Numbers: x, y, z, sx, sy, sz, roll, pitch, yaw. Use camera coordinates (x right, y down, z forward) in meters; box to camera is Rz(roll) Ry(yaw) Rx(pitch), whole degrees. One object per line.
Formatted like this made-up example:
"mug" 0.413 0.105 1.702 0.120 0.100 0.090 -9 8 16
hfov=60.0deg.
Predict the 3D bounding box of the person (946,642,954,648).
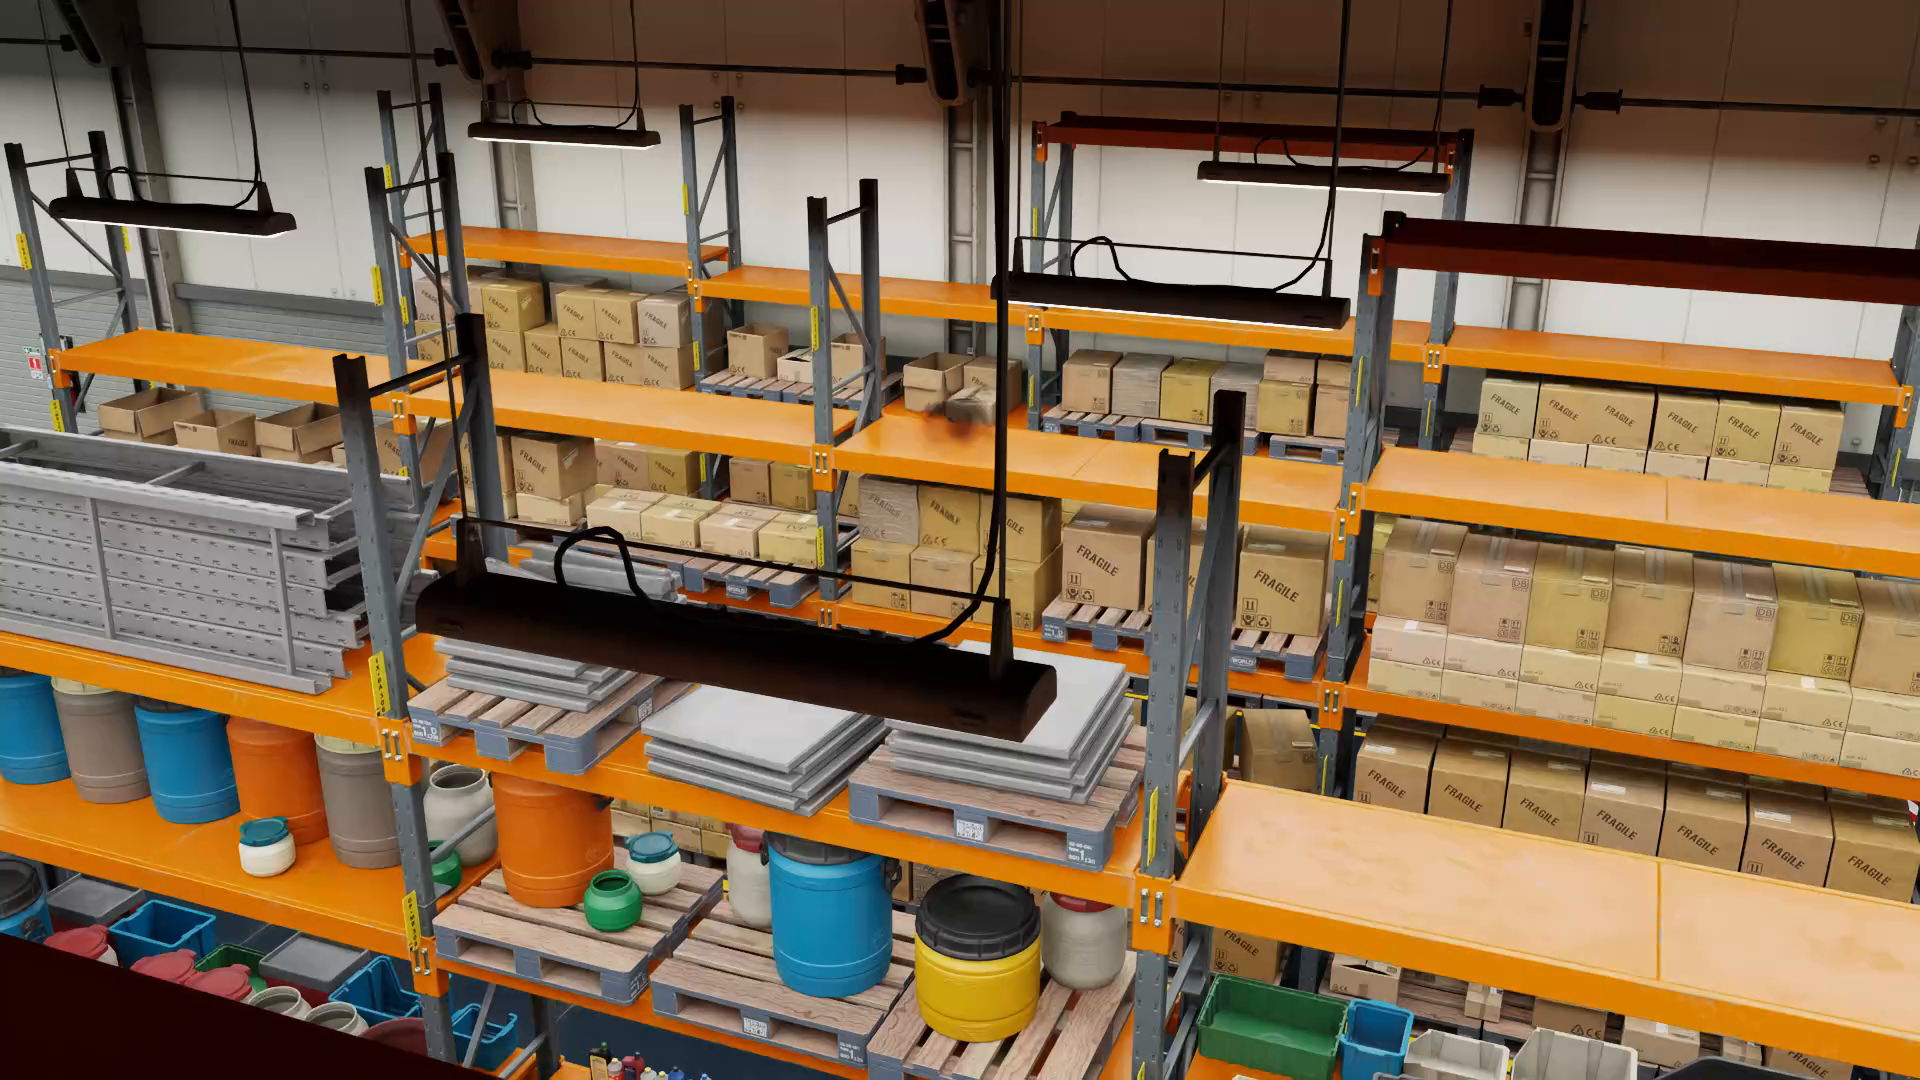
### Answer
"person" 0.246 1.106 17.082 0.675 1.771 0.671 19 28 41
